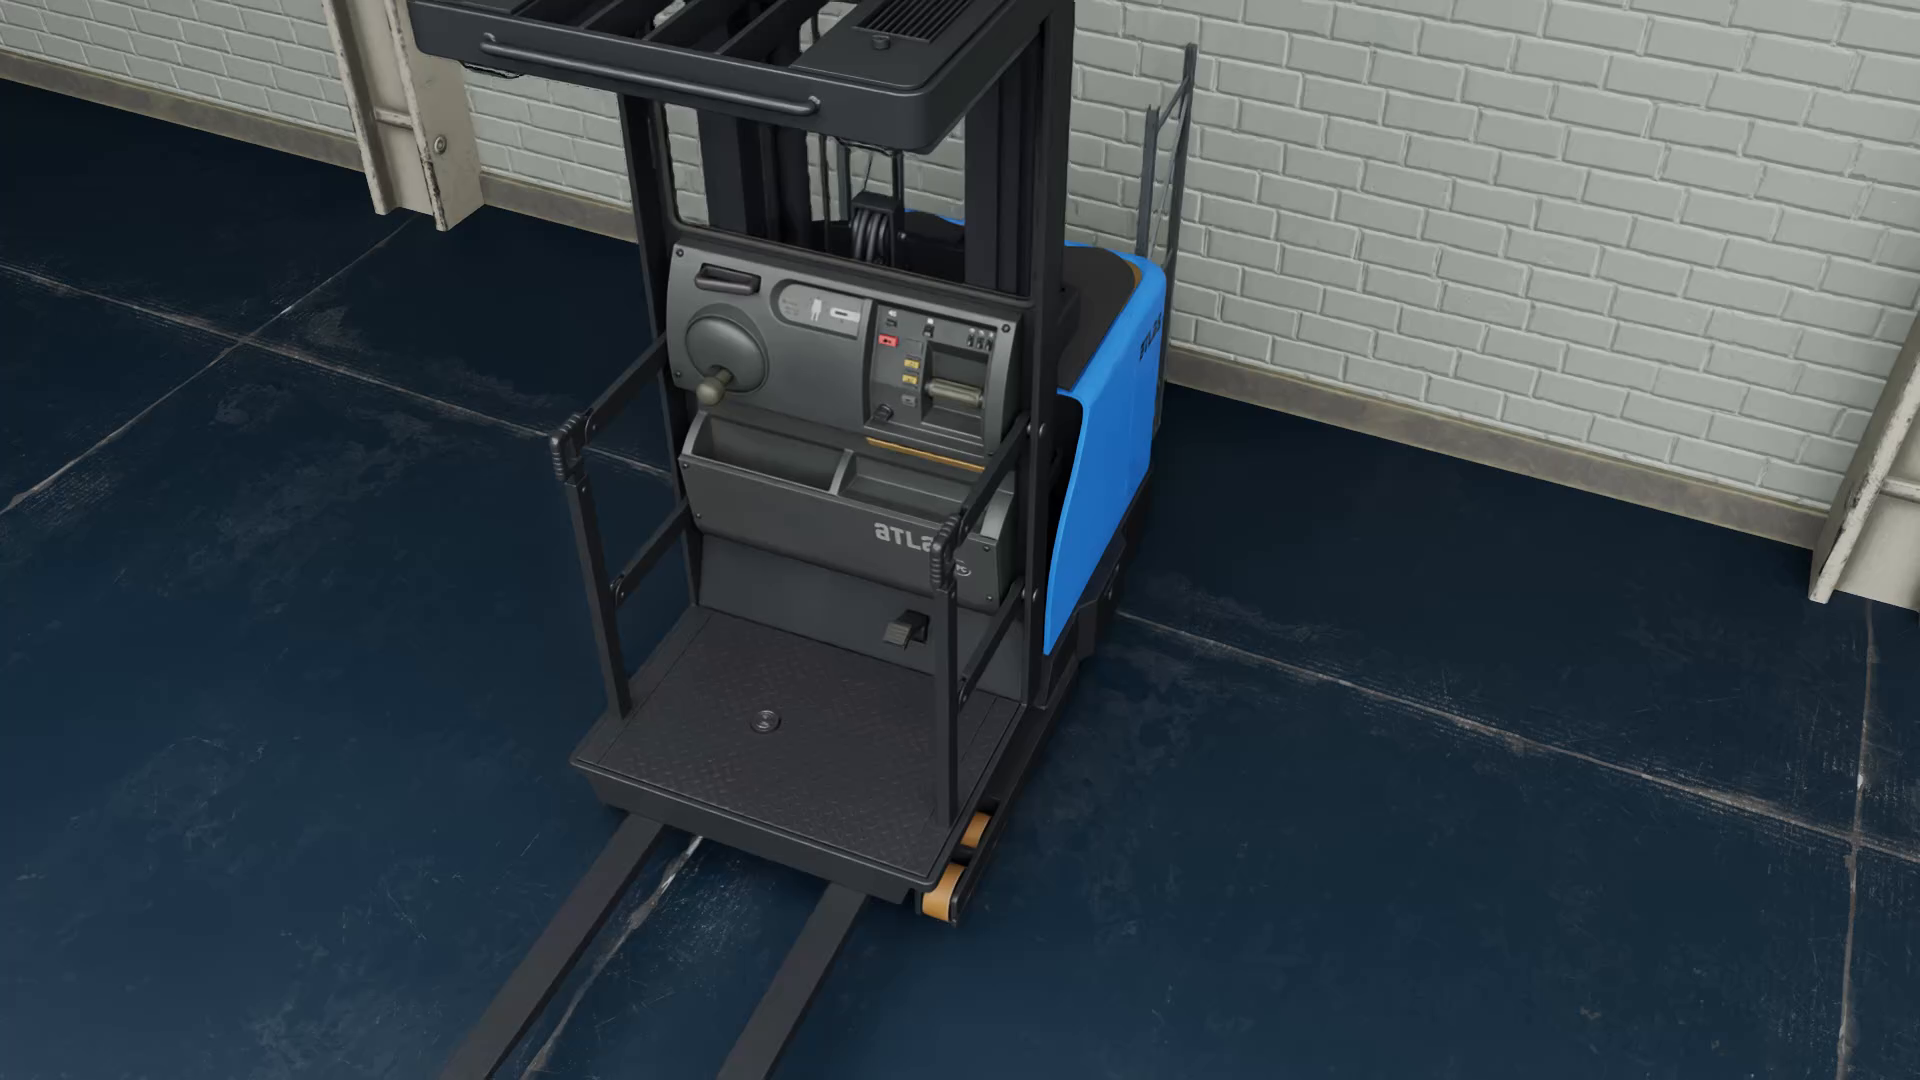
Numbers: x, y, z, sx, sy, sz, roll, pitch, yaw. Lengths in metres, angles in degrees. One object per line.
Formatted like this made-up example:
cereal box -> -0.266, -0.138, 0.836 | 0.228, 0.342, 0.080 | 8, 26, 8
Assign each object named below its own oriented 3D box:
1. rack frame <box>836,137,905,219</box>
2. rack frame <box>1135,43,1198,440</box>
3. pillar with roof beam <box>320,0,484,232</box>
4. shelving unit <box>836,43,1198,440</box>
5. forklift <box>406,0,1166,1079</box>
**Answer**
rack frame -> -0.299, -1.089, 5.862 | 0.032, 1.500, 0.500 | 14, 43, 15
rack frame -> 0.653, -0.857, 5.593 | 0.032, 1.500, 0.500 | 14, 43, 15
pillar with roof beam -> -4.196, -2.347, 1.587 | 0.400, 9.000, 9.100 | 17, 44, 19
shelving unit -> 0.177, -0.973, 5.727 | 1.048, 1.500, 0.538 | 14, 43, 15
forklift -> -0.387, -0.388, 3.960 | 1.130, 2.935, 3.031 | 15, 43, 17
